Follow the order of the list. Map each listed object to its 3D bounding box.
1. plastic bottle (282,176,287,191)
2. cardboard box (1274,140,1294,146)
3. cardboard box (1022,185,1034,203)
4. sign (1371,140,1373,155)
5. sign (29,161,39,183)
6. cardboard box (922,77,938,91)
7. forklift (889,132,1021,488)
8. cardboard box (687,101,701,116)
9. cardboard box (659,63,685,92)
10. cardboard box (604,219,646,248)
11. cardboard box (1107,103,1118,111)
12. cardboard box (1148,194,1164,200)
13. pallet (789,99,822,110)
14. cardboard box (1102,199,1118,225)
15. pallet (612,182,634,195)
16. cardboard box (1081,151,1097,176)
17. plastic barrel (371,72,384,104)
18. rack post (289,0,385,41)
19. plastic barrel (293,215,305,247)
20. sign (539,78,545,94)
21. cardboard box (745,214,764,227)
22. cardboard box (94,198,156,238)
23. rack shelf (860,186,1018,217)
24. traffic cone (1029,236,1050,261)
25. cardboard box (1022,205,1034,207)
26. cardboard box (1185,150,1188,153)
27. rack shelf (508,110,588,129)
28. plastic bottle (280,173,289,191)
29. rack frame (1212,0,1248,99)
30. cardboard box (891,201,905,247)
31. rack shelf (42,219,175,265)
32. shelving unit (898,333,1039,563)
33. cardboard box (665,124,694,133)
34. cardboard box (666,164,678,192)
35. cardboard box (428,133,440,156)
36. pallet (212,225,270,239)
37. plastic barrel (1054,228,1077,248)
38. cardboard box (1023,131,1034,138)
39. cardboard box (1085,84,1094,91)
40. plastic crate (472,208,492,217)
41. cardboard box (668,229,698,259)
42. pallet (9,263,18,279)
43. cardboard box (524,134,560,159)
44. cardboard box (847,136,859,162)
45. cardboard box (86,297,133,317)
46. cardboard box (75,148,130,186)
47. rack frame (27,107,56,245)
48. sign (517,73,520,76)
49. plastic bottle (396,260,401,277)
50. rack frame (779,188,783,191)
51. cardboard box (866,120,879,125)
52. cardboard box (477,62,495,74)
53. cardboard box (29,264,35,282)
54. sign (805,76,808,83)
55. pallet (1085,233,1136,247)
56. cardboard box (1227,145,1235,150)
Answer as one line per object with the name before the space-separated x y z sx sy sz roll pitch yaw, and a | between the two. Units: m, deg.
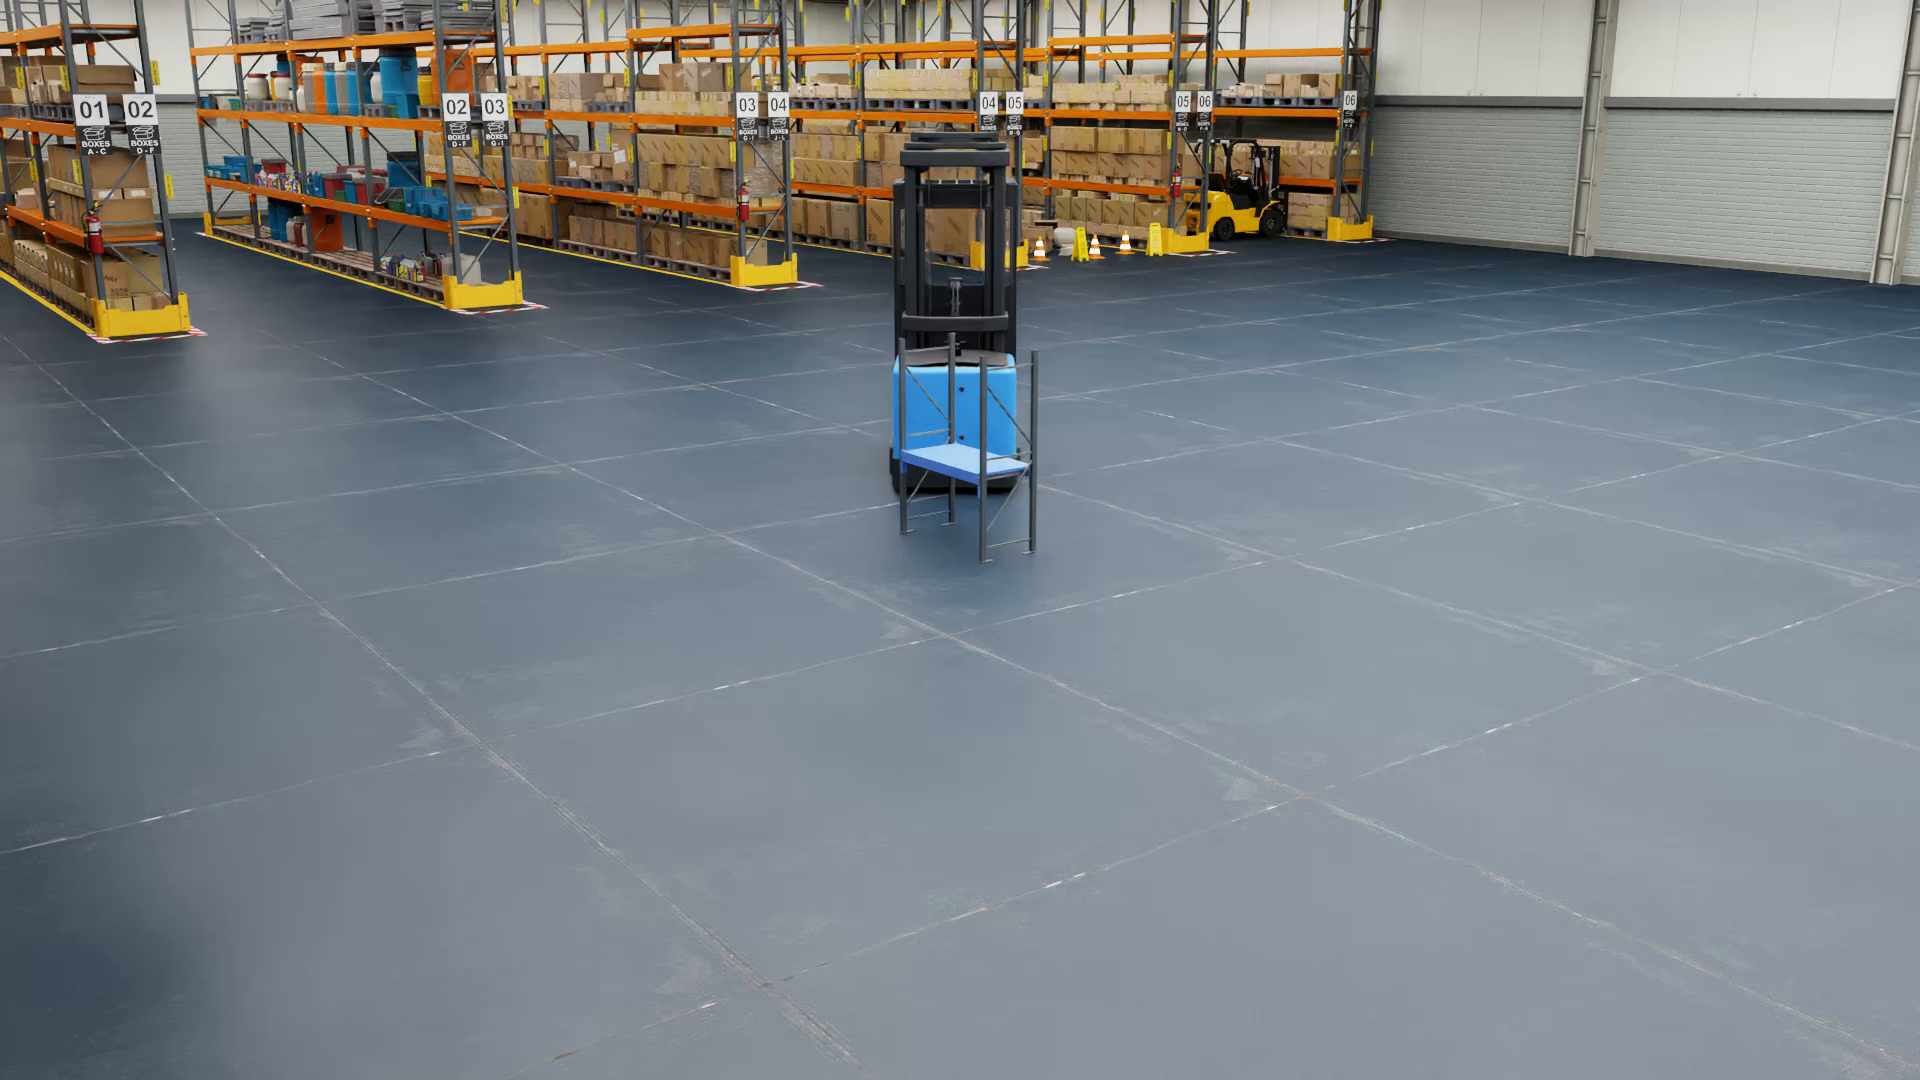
plastic bottle | -13.306 -7.019 32.760 0.061 0.283 0.133 -11 19 -35
cardboard box | 7.401 -9.056 38.000 0.380 0.149 0.250 -11 19 -34
cardboard box | 2.056 -9.490 45.507 0.500 0.500 0.500 -11 19 -35
sign | 9.141 -8.722 36.970 0.100 0.325 0.005 -11 19 -35
sign | -14.141 -5.623 25.395 0.100 0.325 0.005 -11 19 -35
cardboard box | -0.371 -8.664 31.603 0.500 0.250 0.500 -11 19 -35
forklift | -0.041 -2.181 14.991 1.130 2.935 3.031 0 15 0
cardboard box | -4.420 -7.526 28.995 0.500 0.250 0.500 -10 18 -33
cardboard box | -5.222 -8.549 30.747 0.500 0.500 0.500 -12 19 -36
cardboard box | -6.631 -6.091 33.050 0.700 0.500 0.500 -13 20 -39
cardboard box | 3.300 -9.089 34.897 0.380 0.149 0.250 -11 19 -35
cardboard box | 5.127 -8.529 41.759 0.875 0.625 0.625 -12 19 -37
pallet | -3.551 -9.555 36.479 1.213 0.211 1.003 -10 18 -32
cardboard box | 3.393 -6.998 35.455 0.500 0.500 0.500 -11 19 -36
pallet | -6.024 -6.819 32.172 1.003 0.211 1.213 -11 19 -35
cardboard box | 2.955 -8.106 35.756 0.500 0.500 0.500 -11 19 -35
plastic barrel | -9.604 -7.538 27.745 0.421 0.512 0.421 0 15 0
rack post | -10.926 -9.354 29.328 1.013 1.000 3.121 -11 19 -35
plastic barrel | -13.016 -6.193 33.295 0.600 0.588 0.708 -11 19 -35
sign | -8.498 -9.230 33.805 0.100 0.325 0.005 -11 19 -35
cardboard box | -4.571 -7.425 37.962 0.500 0.500 0.500 -11 19 -35
cardboard box | -11.620 -4.485 23.090 0.700 0.500 0.500 -11 19 -35
rack shelf | -0.445 -6.700 32.736 1.077 0.370 4.000 -11 19 -35
traffic cone | 1.567 -5.730 32.635 0.336 0.463 0.334 -11 19 -35
cardboard box | 1.177 -7.612 38.887 0.950 0.372 0.625 -10 18 -33
cardboard box | 5.533 -9.378 40.495 0.500 0.250 0.500 -11 19 -36
rack shelf | -9.220 -9.107 35.848 1.077 0.370 4.000 -11 19 -35
plastic bottle | -13.366 -7.092 32.899 0.144 0.351 0.185 -11 19 -35
rack frame | 6.336 -11.929 39.113 1.000 3.000 0.127 -11 19 -35
cardboard box | -0.775 -6.315 33.195 0.875 0.875 0.875 -11 19 -34
rack shelf | -12.532 -4.415 24.387 1.077 0.370 4.000 -11 19 -35
shelving unit | 0.050 -0.705 12.312 0.538 1.500 1.048 -11 19 -35
cardboard box | -6.820 -9.915 40.472 0.500 0.500 0.500 -12 19 -36
cardboard box | -4.837 -6.608 30.286 0.875 0.500 0.500 -11 19 -35
cardboard box | -12.390 -9.470 39.794 0.500 0.500 0.500 -11 19 -36
pallet | -16.301 -6.992 37.723 1.003 0.211 1.213 -11 19 -35
plastic barrel | 2.236 -6.373 35.060 0.512 0.421 0.421 1 15 4
cardboard box | 1.454 -9.180 37.656 0.380 0.149 0.250 -12 19 -36
cardboard box | 2.889 -9.642 35.406 0.380 0.149 0.250 -12 19 -36
plastic crate | -7.613 -5.217 26.453 0.298 0.136 0.250 -11 19 -35
cardboard box | -5.147 -5.510 30.965 0.500 0.500 0.500 -5 16 -17
pallet | -16.468 -4.863 29.945 1.003 0.211 1.213 -11 19 -35
cardboard box | -8.842 -8.410 35.532 0.797 0.503 0.637 -10 18 -33
cardboard box | -1.918 -8.110 34.440 0.700 0.500 0.500 -11 19 -35
cardboard box | -11.910 -3.280 23.290 0.500 0.250 0.500 -11 19 -35
cardboard box | -11.965 -5.233 23.367 0.700 0.500 0.500 -11 19 -36
rack frame | -13.708 -5.189 25.852 1.000 3.000 0.127 -11 19 -35
sign | -9.963 -10.368 37.518 0.100 0.325 0.005 -11 19 -35
plastic bottle | -9.385 -4.540 27.794 0.061 0.283 0.133 -10 18 -32
rack frame | -4.732 -10.826 46.450 1.000 3.000 0.127 -11 19 -35
cardboard box | -2.356 -10.923 43.492 0.380 0.149 0.250 -11 19 -35
cardboard box | -10.944 -10.743 37.870 0.500 0.250 0.500 -12 20 -38
cardboard box | -15.081 -4.435 27.511 0.500 0.250 0.500 -10 18 -33
sign | -4.285 -12.743 46.244 0.100 0.325 0.005 -11 19 -35
pallet | 3.469 -6.520 35.999 1.003 0.211 1.213 -11 19 -35
cardboard box | 6.465 -9.232 39.208 0.380 0.149 0.250 -10 18 -33
